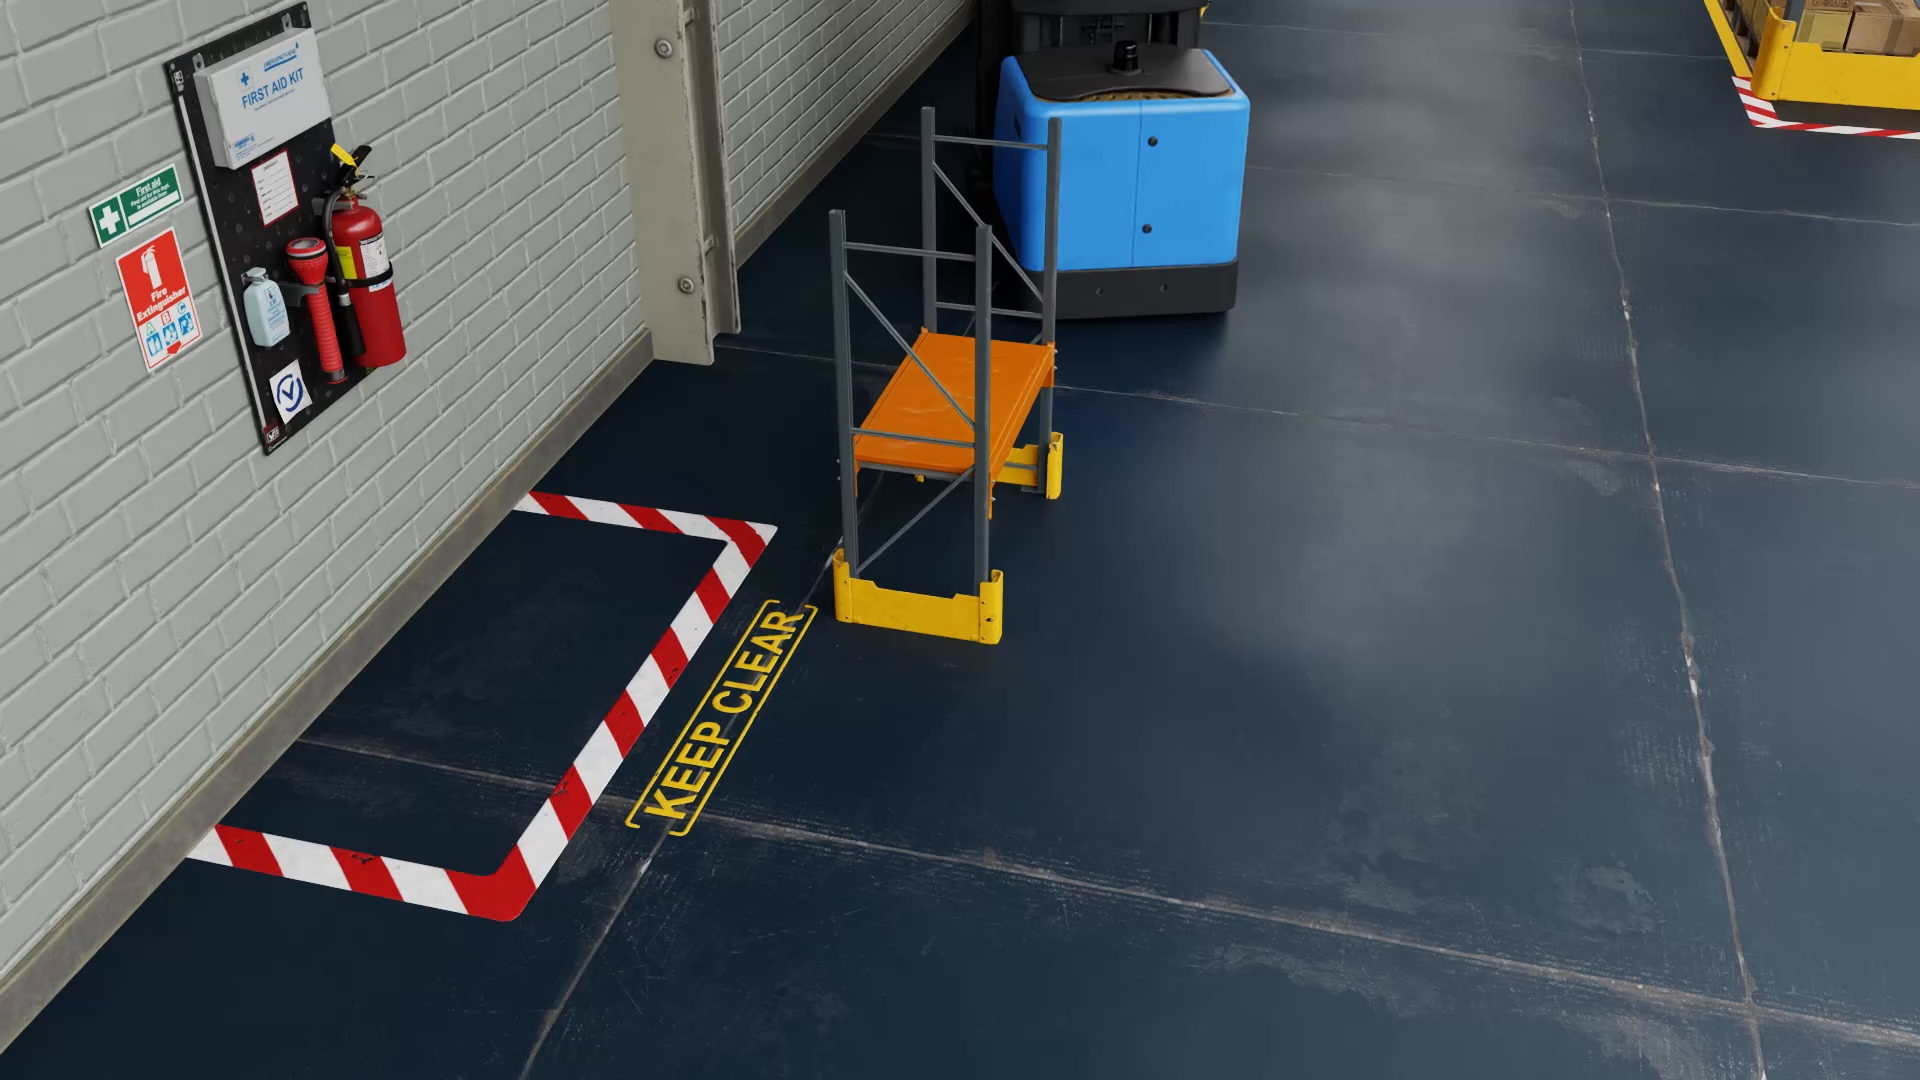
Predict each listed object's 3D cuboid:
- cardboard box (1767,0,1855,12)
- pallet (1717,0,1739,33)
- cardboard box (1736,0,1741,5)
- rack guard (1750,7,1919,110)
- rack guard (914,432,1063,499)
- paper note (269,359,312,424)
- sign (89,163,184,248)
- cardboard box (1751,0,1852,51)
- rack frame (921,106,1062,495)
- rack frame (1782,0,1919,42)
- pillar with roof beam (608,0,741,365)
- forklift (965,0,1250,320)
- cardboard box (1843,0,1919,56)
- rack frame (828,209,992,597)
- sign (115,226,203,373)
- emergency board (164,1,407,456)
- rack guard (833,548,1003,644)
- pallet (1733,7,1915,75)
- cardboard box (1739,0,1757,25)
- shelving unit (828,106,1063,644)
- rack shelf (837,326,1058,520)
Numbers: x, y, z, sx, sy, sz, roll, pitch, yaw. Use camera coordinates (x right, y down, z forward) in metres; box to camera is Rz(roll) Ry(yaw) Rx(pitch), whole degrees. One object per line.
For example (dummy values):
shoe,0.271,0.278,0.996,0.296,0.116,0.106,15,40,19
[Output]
cardboard box,5.598,-3.788,10.885,0.500,0.500,0.500,8,33,12
pallet,6.215,-3.993,12.334,1.003,0.211,1.213,8,33,12
cardboard box,5.840,-3.992,11.905,0.500,0.250,0.500,8,33,12
rack guard,5.743,-3.068,10.611,1.175,0.500,0.348,8,33,12
rack guard,0.107,-0.324,6.527,0.587,0.250,0.087,8,33,12
paper note,-2.000,-0.444,4.974,0.016,0.148,0.142,8,33,12
sign,-2.119,-0.865,4.288,0.001,0.109,0.331,8,33,12
cardboard box,5.600,-3.471,11.086,0.500,0.250,0.500,8,33,12
rack frame,0.107,-0.852,6.193,0.500,1.500,0.032,8,33,12
rack frame,5.750,-4.136,9.959,1.000,3.000,0.127,8,33,12
pillar with roof beam,2.939,-4.121,4.345,9.100,9.000,0.400,8,33,12
forklift,0.624,-3.027,8.279,1.130,2.935,3.031,-3,33,-5
cardboard box,6.101,-3.401,10.975,0.500,0.250,0.500,8,33,12
rack frame,-0.151,-0.325,5.363,0.500,1.500,0.032,8,33,12
sign,-2.129,-0.641,4.428,0.001,0.329,0.234,8,33,12
emergency board,-1.889,-0.898,4.867,0.194,1.169,0.643,8,33,12
rack guard,-0.146,0.192,5.714,0.587,0.250,0.087,8,33,12
pallet,5.903,-3.361,11.341,1.003,0.211,1.213,8,33,12
cardboard box,5.715,-3.732,11.496,0.500,0.250,0.500,8,33,12
shelving unit,-0.019,-0.593,5.785,0.587,1.500,1.083,8,33,12
rack shelf,-0.022,-0.437,5.874,0.538,0.185,1.000,8,33,12
